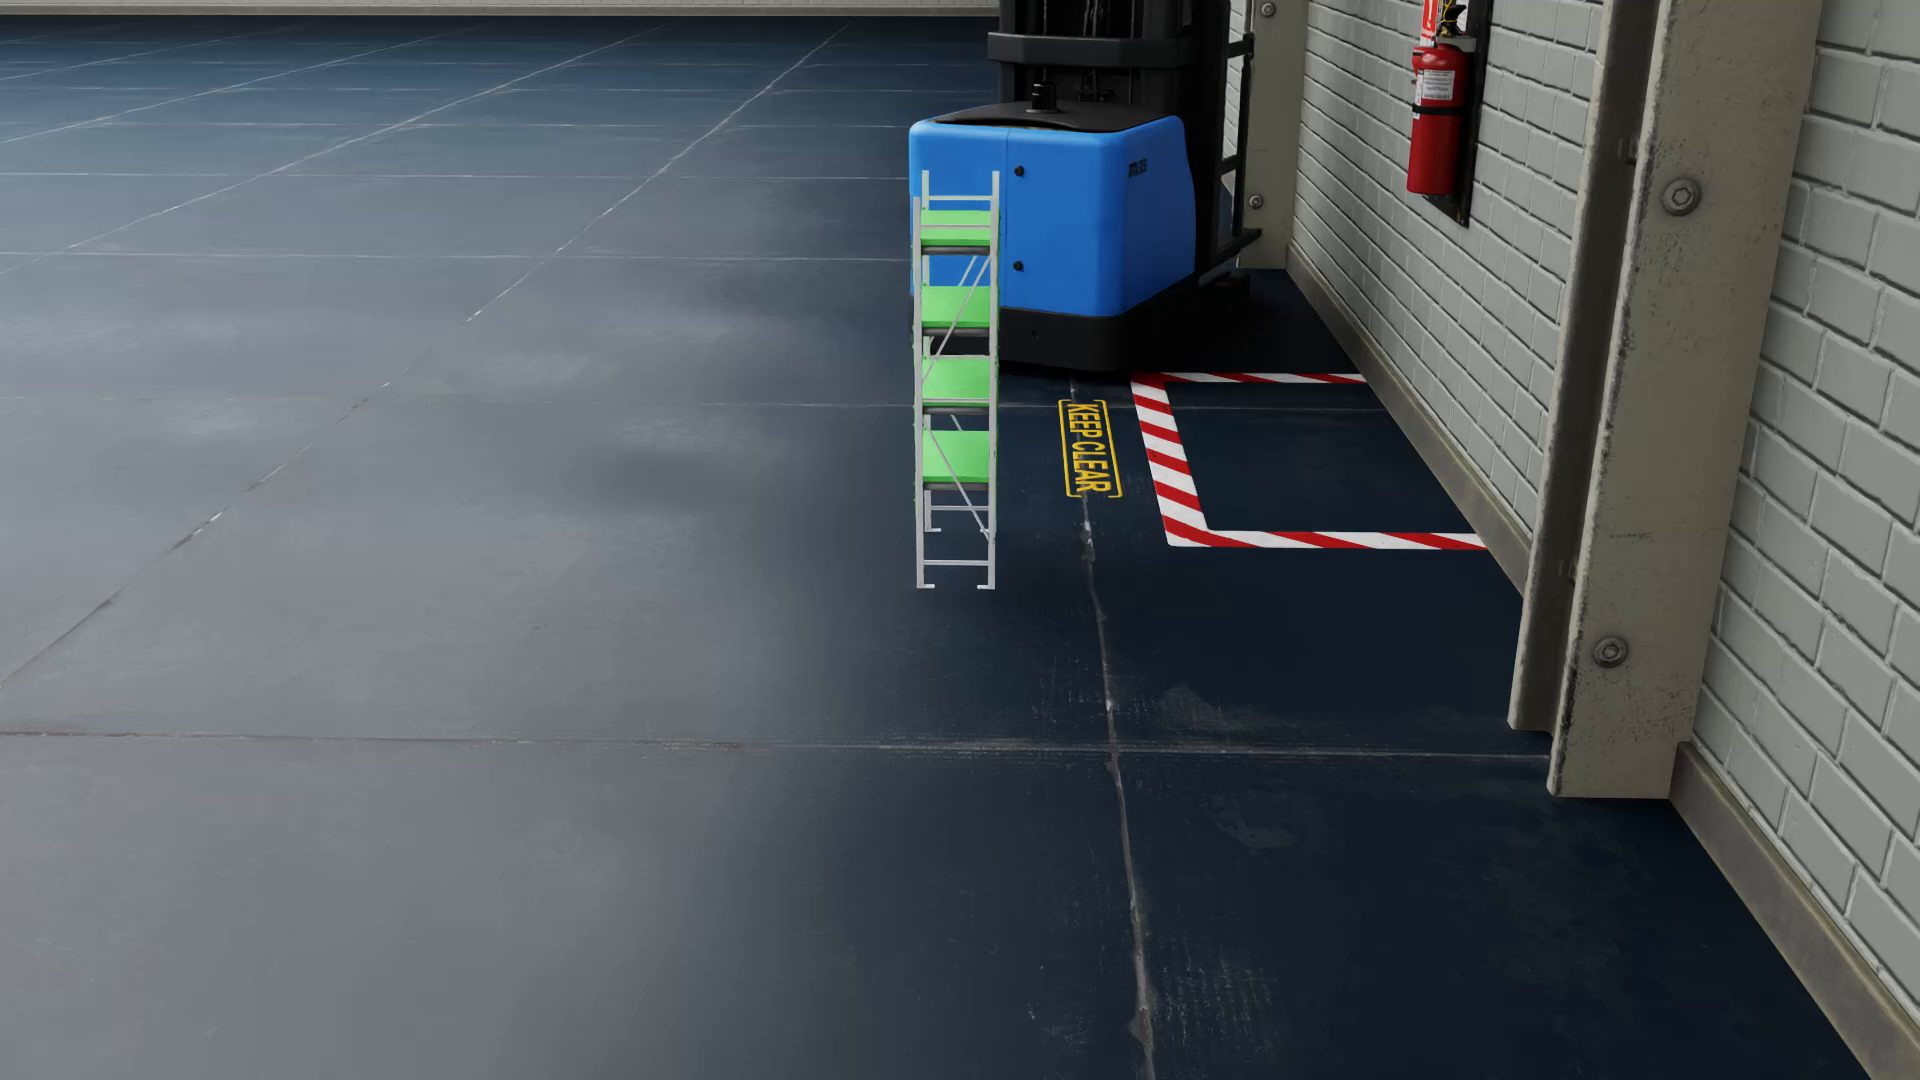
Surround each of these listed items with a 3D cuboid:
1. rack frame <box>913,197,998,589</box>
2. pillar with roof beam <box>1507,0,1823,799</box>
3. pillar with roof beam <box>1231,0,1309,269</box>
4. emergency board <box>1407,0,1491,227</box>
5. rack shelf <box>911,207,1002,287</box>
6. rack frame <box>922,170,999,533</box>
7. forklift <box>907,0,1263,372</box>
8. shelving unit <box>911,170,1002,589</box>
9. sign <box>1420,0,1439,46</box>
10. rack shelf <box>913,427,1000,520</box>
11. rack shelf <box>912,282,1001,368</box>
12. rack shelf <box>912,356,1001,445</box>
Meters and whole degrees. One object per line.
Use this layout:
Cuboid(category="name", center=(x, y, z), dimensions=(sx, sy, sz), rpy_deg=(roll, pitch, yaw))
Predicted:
Cuboid(category="rack frame", center=(-0.012, -0.411, 4.930), dimensions=(0.240, 1.200, 0.015), rpy_deg=(1, 21, 2))
Cuboid(category="pillar with roof beam", center=(-2.733, -3.702, 2.631), dimensions=(9.100, 9.000, 0.400), rpy_deg=(1, 21, 2))
Cuboid(category="pillar with roof beam", center=(-2.550, -5.872, 8.222), dimensions=(9.100, 9.000, 0.400), rpy_deg=(1, 21, 2))
Cuboid(category="emergency board", center=(1.684, -1.751, 5.896), dimensions=(0.194, 1.169, 0.643), rpy_deg=(1, 21, 2))
Cuboid(category="rack shelf", center=(-0.005, -0.887, 5.007), dimensions=(0.258, 0.148, 0.480), rpy_deg=(1, 21, 2))
Cuboid(category="rack frame", center=(0.002, -0.588, 5.385), dimensions=(0.240, 1.200, 0.015), rpy_deg=(1, 21, 2))
Cuboid(category="forklift", center=(0.866, -2.589, 8.149), dimensions=(1.130, 2.935, 3.031), rpy_deg=(10, 23, 24))
Cuboid(category="shelving unit", center=(-0.005, -0.500, 5.158), dimensions=(0.258, 1.200, 0.503), rpy_deg=(1, 21, 2))
Cuboid(category="sign", center=(1.804, -1.967, 6.402), dimensions=(0.001, 0.329, 0.234), rpy_deg=(1, 21, 2))
Cuboid(category="rack shelf", center=(-0.005, -0.216, 5.268), dimensions=(0.258, 0.148, 0.480), rpy_deg=(1, 21, 2))
Cuboid(category="rack shelf", center=(-0.005, -0.664, 5.094), dimensions=(0.258, 0.148, 0.480), rpy_deg=(1, 21, 2))
Cuboid(category="rack shelf", center=(-0.005, -0.440, 5.181), dimensions=(0.258, 0.148, 0.480), rpy_deg=(1, 21, 2))
